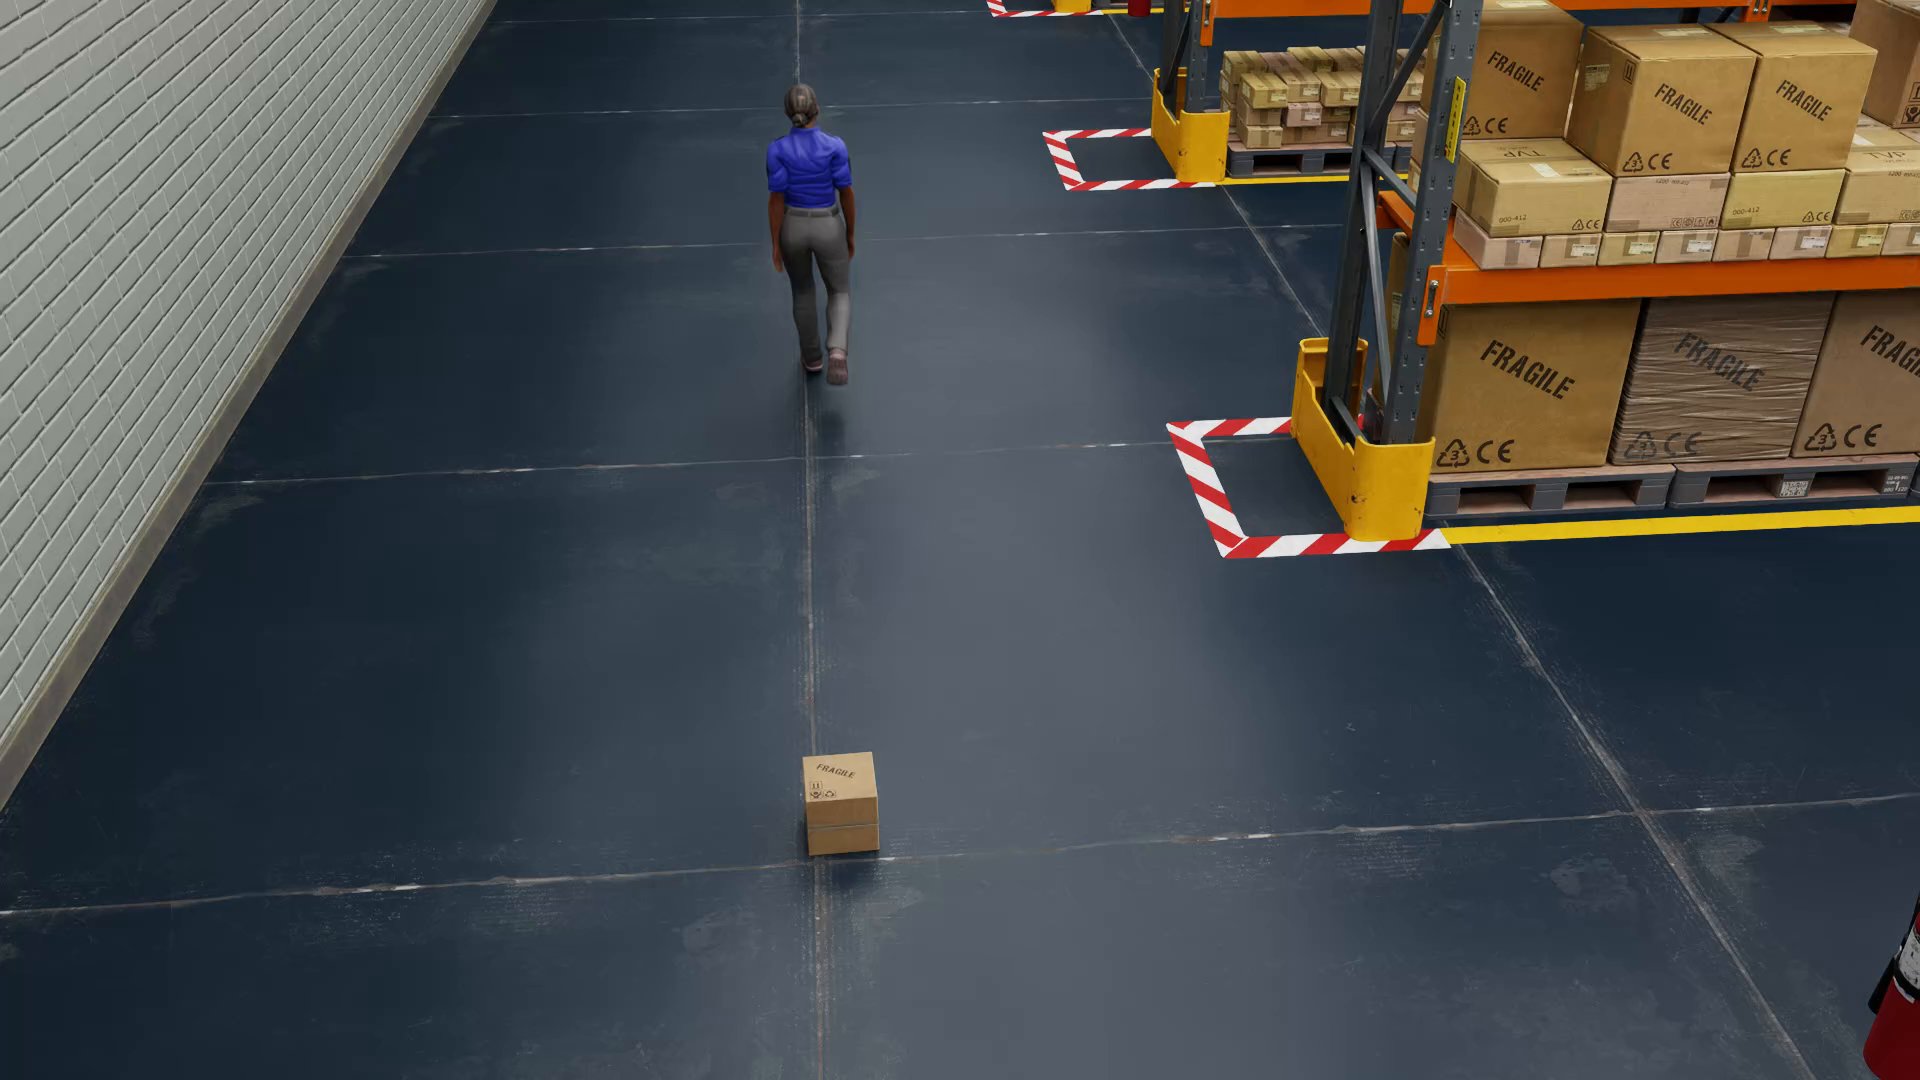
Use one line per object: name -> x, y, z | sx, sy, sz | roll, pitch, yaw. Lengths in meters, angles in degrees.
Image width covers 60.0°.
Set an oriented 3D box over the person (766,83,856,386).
person -> -0.769, -1.584, 8.727 | 0.450, 1.628, 0.723 | -1, 31, -2
